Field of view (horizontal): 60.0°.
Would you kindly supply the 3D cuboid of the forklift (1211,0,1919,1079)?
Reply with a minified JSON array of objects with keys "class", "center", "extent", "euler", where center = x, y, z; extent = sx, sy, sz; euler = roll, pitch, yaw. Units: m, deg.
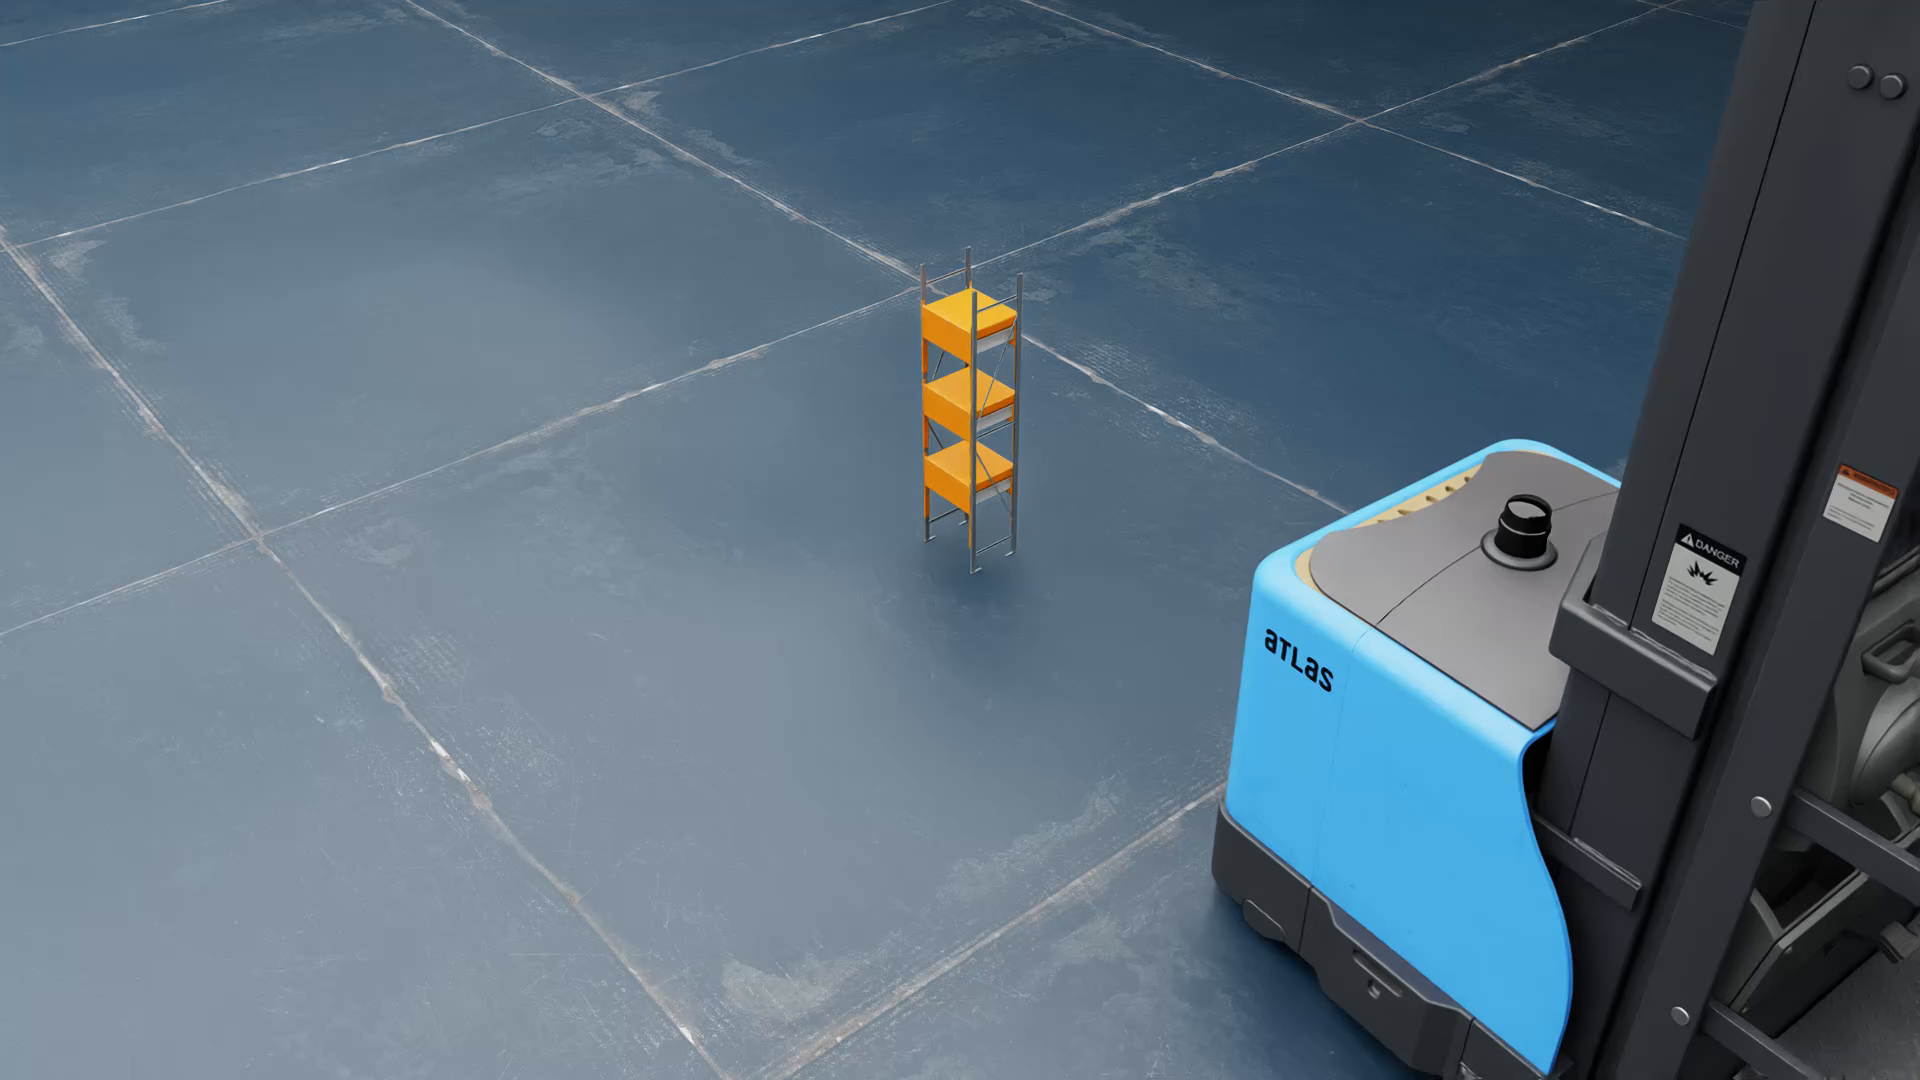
[{"class":"forklift","center":[1.946,0.246,2.867],"extent":[1.130,2.935,3.031],"euler":[-23,41,-29]}]

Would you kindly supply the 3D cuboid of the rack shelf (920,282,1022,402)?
[{"class":"rack shelf","center":[0.035,-0.628,5.255],"extent":[0.215,0.259,0.240],"euler":[-26,43,-32]}]

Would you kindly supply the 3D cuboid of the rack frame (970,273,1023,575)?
[{"class":"rack frame","center":[0.113,-0.351,5.337],"extent":[0.200,1.050,0.008],"euler":[-26,43,-32]}]

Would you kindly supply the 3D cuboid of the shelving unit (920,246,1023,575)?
[{"class":"shelving unit","center":[0.035,-0.405,5.413],"extent":[0.215,1.050,0.252],"euler":[-26,43,-32]}]

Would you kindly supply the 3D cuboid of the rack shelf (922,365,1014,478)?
[{"class":"rack shelf","center":[0.035,-0.396,5.419],"extent":[0.215,0.259,0.240],"euler":[-26,43,-32]}]

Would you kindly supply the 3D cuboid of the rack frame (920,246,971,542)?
[{"class":"rack frame","center":[-0.044,-0.459,5.489],"extent":[0.200,1.050,0.008],"euler":[-26,43,-32]}]

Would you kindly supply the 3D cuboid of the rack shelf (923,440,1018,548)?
[{"class":"rack shelf","center":[0.035,-0.169,5.580],"extent":[0.215,0.259,0.240],"euler":[-26,43,-32]}]
